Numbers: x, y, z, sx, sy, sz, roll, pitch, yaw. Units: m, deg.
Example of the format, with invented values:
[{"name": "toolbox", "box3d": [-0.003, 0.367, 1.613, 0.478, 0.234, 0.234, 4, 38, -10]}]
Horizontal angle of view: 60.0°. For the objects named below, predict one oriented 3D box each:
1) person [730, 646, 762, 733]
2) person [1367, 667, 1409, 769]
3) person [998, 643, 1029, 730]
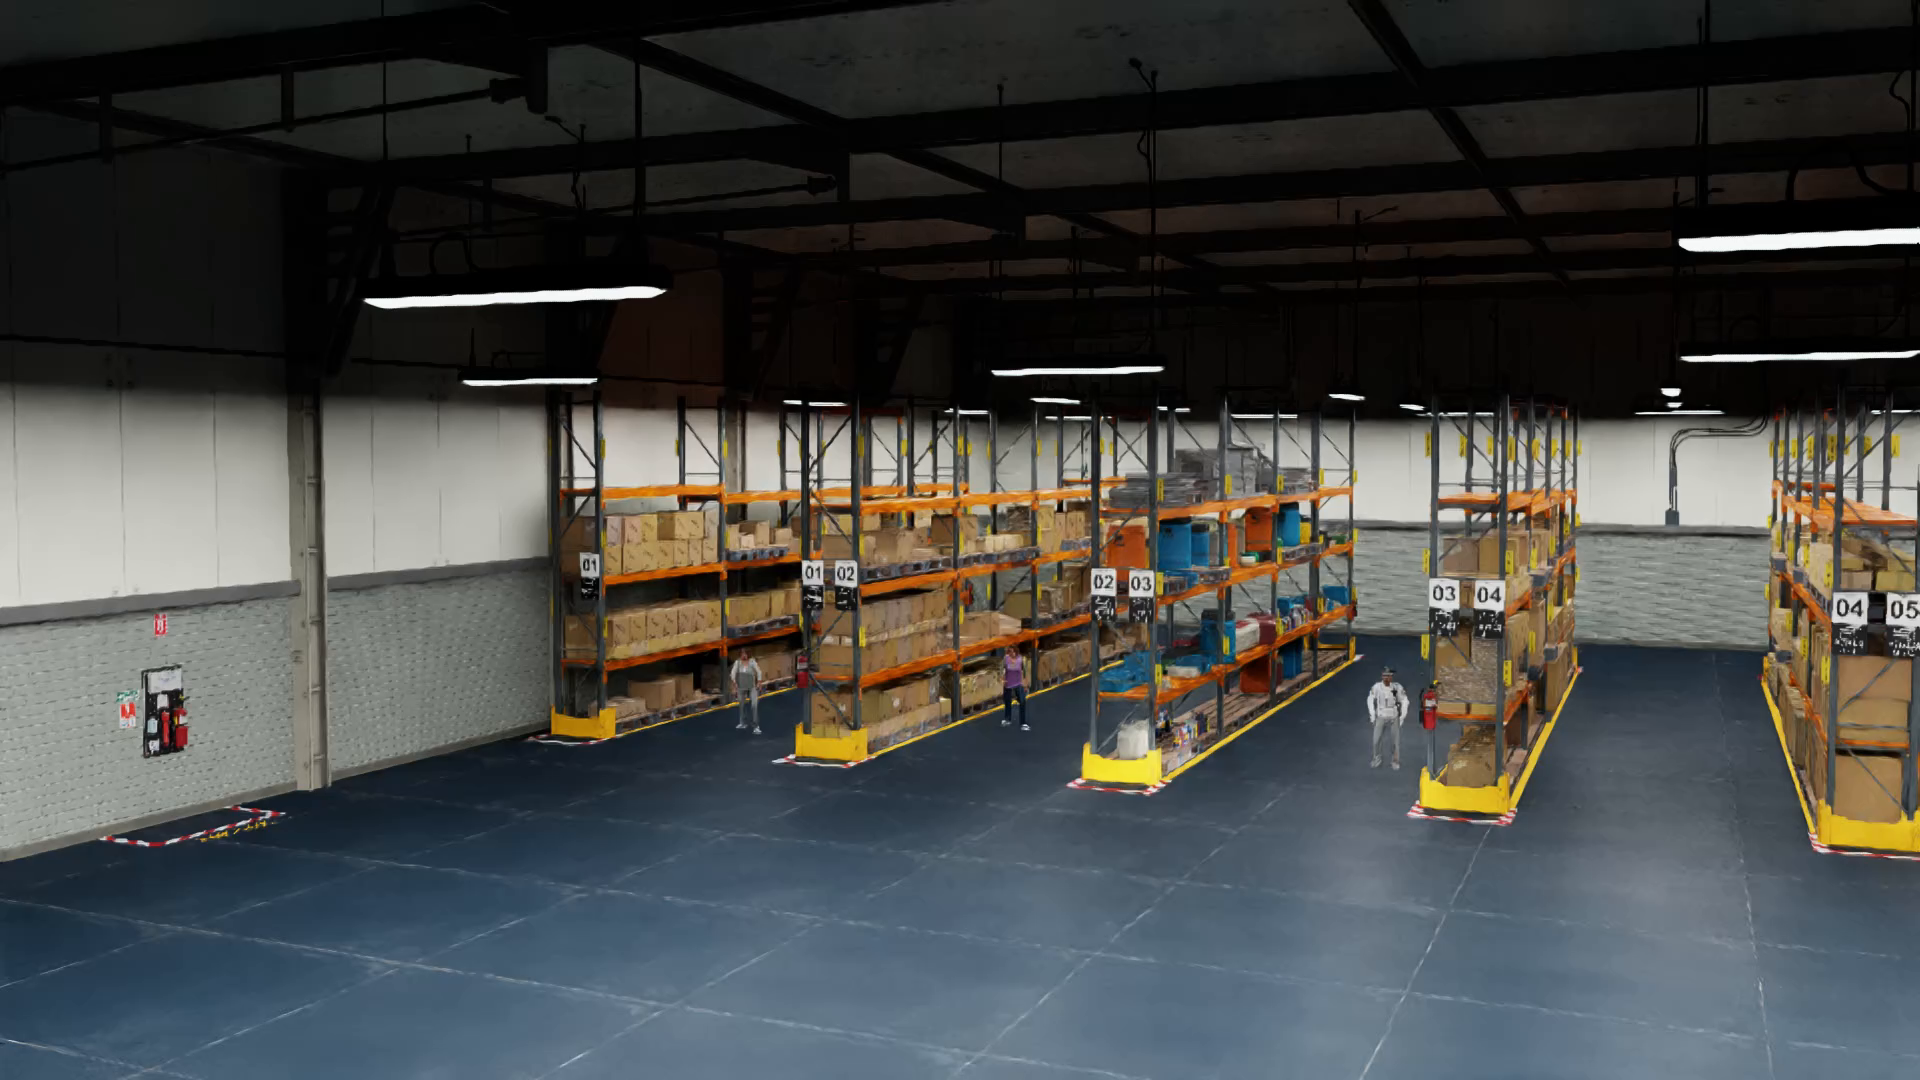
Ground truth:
[{"name": "person", "box3d": [-3.735, 2.610, 29.258, 0.572, 1.530, 0.769, 0, 3, 4]}, {"name": "person", "box3d": [6.669, 2.760, 25.941, 0.639, 1.632, 0.498, 1, 3, 22]}, {"name": "person", "box3d": [0.963, 2.691, 29.666, 0.562, 1.318, 0.772, 0, 3, 5]}]
